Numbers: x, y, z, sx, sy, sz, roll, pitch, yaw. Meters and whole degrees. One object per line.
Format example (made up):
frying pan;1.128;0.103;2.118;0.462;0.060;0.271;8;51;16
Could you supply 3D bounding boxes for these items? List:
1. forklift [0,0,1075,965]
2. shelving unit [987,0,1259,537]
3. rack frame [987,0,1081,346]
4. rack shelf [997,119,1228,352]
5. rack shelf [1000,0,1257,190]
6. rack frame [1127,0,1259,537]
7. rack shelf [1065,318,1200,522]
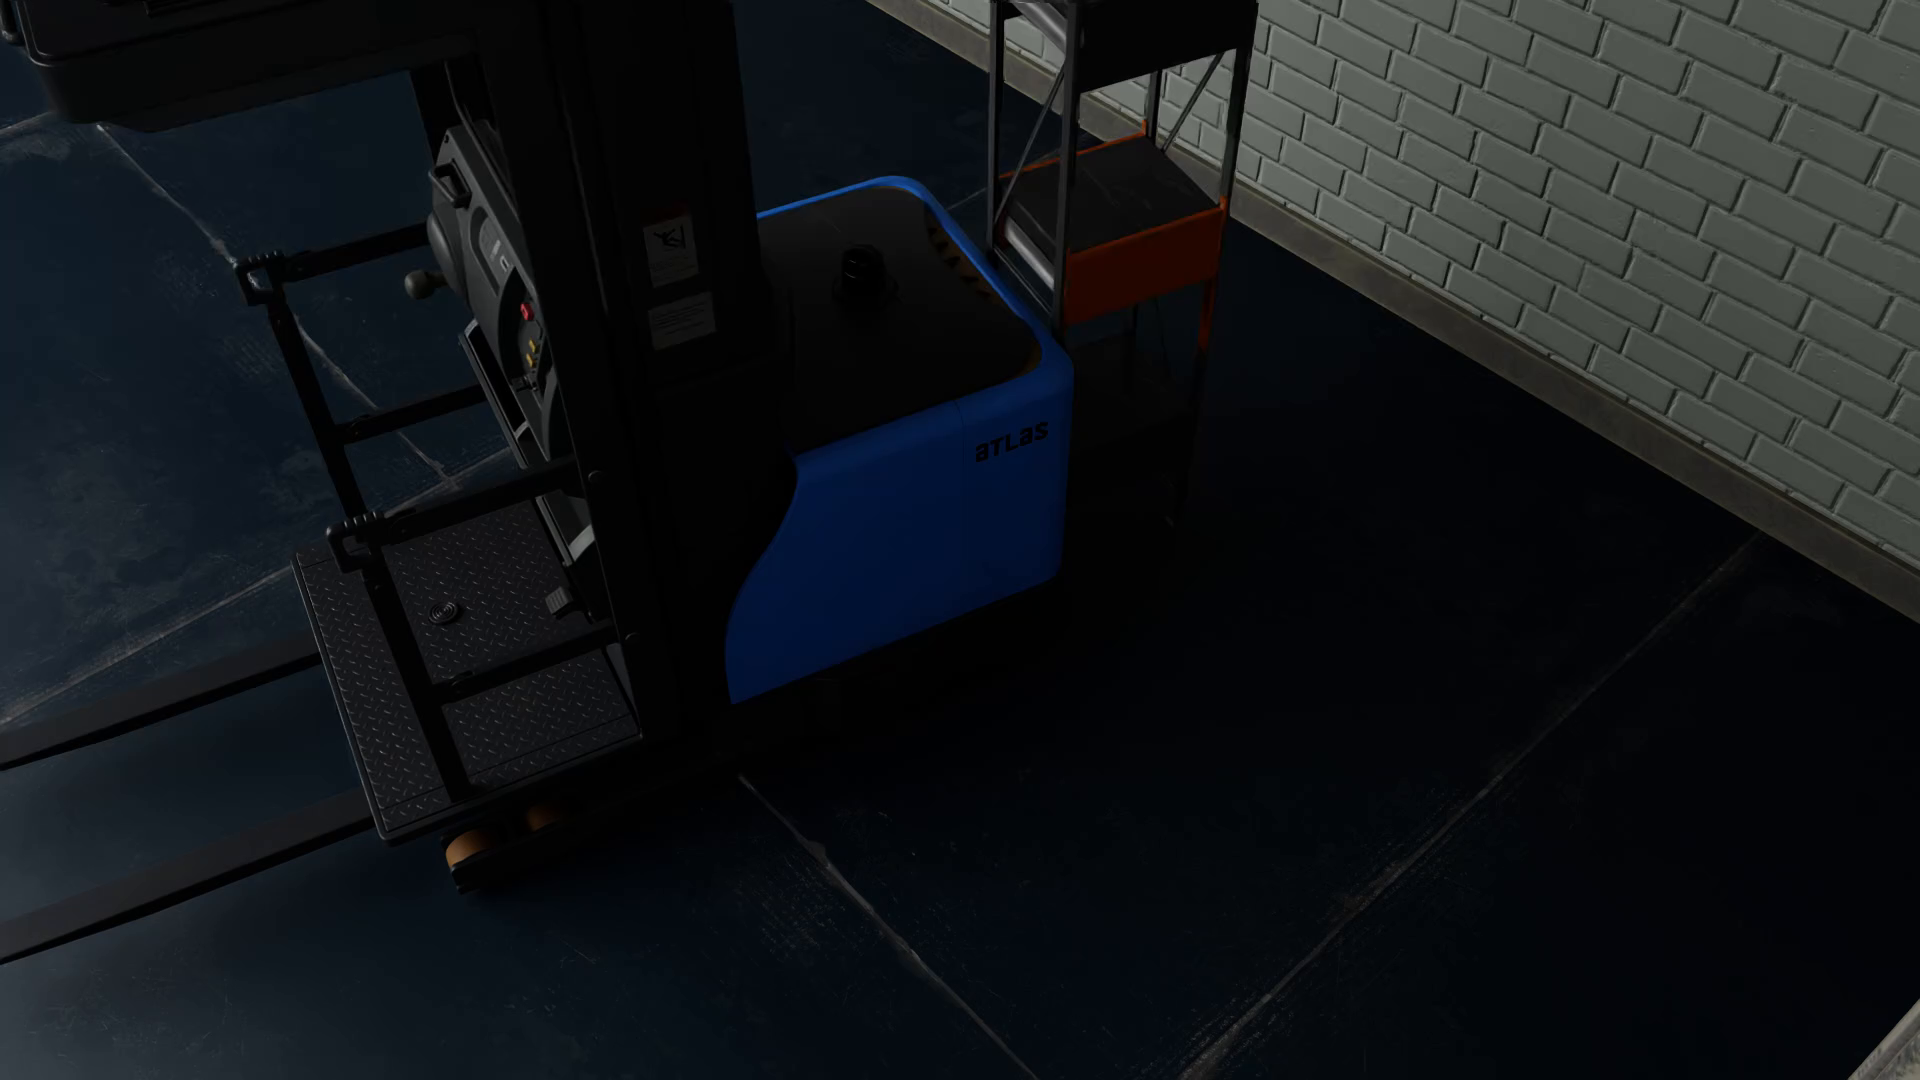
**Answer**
forklift;-1.243;-0.524;3.740;3.031;2.935;1.130;-21;51;-18
shelving unit;0.389;-0.772;4.533;0.503;2.100;0.431;-21;51;-18
rack frame;0.172;-0.690;4.458;0.015;2.100;0.400;-21;51;-18
rack shelf;0.389;-0.762;4.543;0.480;0.518;0.431;-21;51;-18
rack shelf;0.389;-1.237;4.029;0.480;0.518;0.431;-21;51;-18
rack frame;0.606;-0.854;4.609;0.015;2.100;0.400;-21;51;-18
rack shelf;0.389;-0.288;5.058;0.480;0.518;0.431;-21;51;-18
